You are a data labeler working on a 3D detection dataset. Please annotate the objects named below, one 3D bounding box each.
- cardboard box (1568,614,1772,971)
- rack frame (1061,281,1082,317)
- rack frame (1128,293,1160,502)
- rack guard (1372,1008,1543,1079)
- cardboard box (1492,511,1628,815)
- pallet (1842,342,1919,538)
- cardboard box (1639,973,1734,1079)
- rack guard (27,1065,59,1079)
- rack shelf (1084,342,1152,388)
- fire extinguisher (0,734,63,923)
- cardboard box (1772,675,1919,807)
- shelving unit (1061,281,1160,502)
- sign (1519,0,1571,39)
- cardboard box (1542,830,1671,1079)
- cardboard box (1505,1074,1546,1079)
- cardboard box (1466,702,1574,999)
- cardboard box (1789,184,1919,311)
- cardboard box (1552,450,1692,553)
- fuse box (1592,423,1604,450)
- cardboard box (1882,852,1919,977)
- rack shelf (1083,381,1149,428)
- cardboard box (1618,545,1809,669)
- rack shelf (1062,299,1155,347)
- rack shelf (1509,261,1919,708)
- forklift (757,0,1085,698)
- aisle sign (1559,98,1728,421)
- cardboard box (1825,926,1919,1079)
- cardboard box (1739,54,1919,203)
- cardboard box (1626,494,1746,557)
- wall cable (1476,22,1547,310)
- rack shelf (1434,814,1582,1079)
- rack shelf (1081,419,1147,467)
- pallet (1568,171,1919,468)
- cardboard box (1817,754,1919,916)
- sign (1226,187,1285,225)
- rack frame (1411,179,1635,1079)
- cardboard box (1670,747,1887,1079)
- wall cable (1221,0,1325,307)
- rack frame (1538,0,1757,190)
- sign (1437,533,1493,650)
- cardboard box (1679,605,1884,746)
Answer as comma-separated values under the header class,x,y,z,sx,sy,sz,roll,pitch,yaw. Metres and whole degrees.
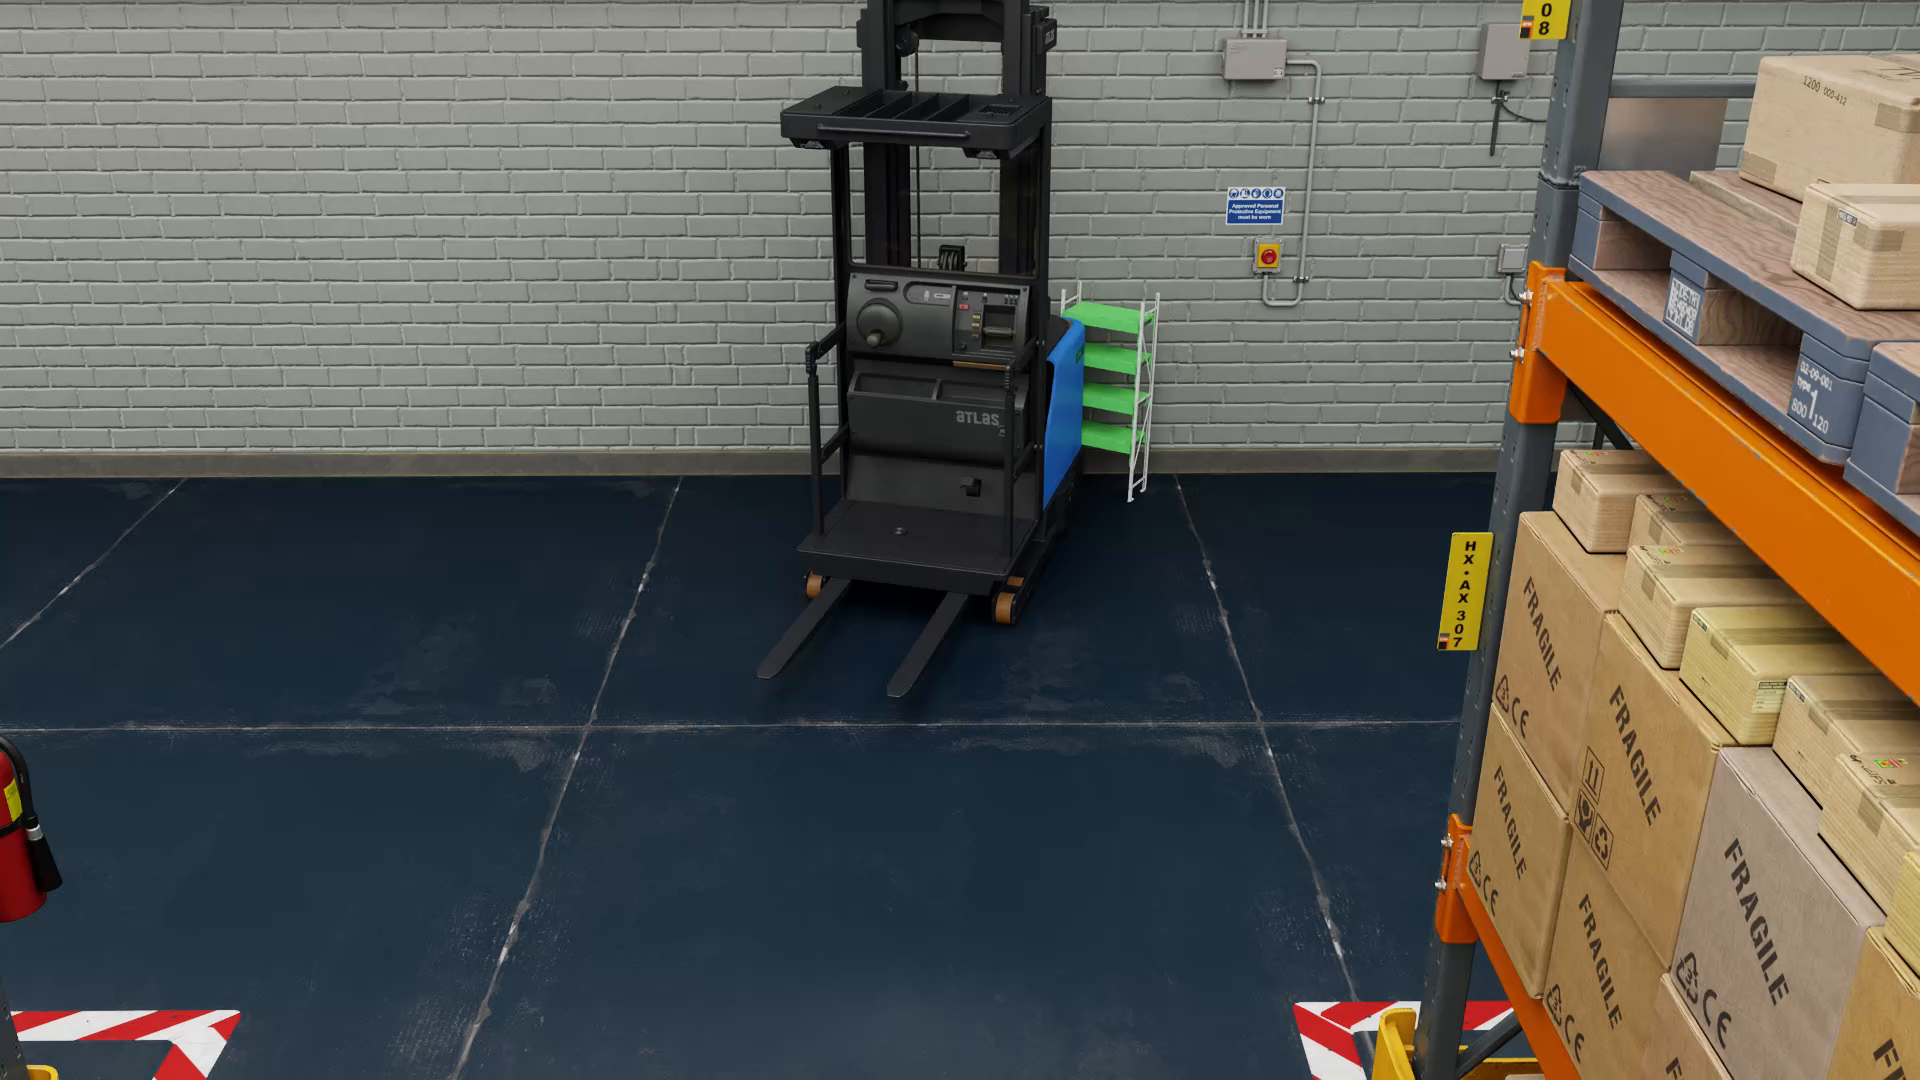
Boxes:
class,x,y,z,sx,sy,sz,roll,pitch,yaw
cardboard box,1.555,0.473,3.230,0.500,0.500,0.500,-1,24,-2
rack frame,0.630,-0.914,9.797,0.015,1.200,0.240,13,26,25
rack frame,1.059,-0.813,9.587,0.015,1.200,0.240,13,26,25
rack guard,1.821,1.691,4.904,1.175,0.500,0.348,0,24,-1
cardboard box,1.542,0.260,3.701,0.500,0.500,0.500,-1,24,-2
pallet,1.856,0.045,1.977,1.003,0.211,1.213,0,24,-1
cardboard box,1.561,1.134,2.982,0.500,0.500,0.500,0,24,-1
rack guard,-3.126,1.796,4.672,1.175,0.500,0.348,0,24,-1
rack shelf,0.848,-1.025,9.622,0.480,0.148,0.258,13,26,25
fire extinguisher,-2.668,0.725,4.553,0.296,0.674,0.183,0,24,-1
cardboard box,1.587,0.345,2.726,0.380,0.149,0.250,0,24,0
shelving unit,0.845,-0.863,9.692,0.503,1.200,0.258,13,26,25
sign,1.267,-1.239,3.553,0.100,0.325,0.005,0,24,-1
cardboard box,1.573,0.924,3.446,0.500,0.500,0.500,-1,24,-1
cardboard box,1.929,1.810,4.208,0.875,0.438,0.875,-1,24,-2
cardboard box,1.540,0.716,3.907,0.500,0.500,0.500,0,24,-1
cardboard box,1.604,-0.478,2.700,0.380,0.149,0.250,1,24,1
cardboard box,1.549,-0.087,3.681,0.380,0.149,0.250,0,24,1
fuse box,3.839,-1.124,9.658,0.539,1.711,0.414,0,24,-1
cardboard box,1.524,0.552,2.267,0.380,0.149,0.250,-1,24,-2
rack shelf,0.843,-0.805,9.718,0.480,0.148,0.258,13,26,25
cardboard box,1.511,0.128,3.205,0.380,0.149,0.250,0,24,1
rack shelf,0.854,-1.245,9.526,0.480,0.148,0.258,13,26,25
rack shelf,1.844,0.347,2.075,1.077,0.370,4.000,0,24,-1
forklift,-0.169,-1.088,8.100,1.130,2.935,3.031,7,25,14
aisle sign,1.531,-0.651,3.894,0.394,0.787,0.004,0,24,-1
cardboard box,1.574,0.890,2.306,0.500,0.500,0.500,0,24,0
cardboard box,1.917,-0.788,3.264,0.500,0.250,0.500,-2,24,-5
cardboard box,1.623,0.021,3.443,0.380,0.149,0.250,0,24,1
wall cable,3.155,-2.235,9.320,0.588,1.984,0.122,0,24,-1
rack shelf,1.844,1.714,2.693,1.077,0.370,4.000,0,24,-1
rack shelf,0.838,-0.585,9.814,0.480,0.148,0.258,13,26,25
pallet,1.840,-0.459,3.092,1.003,0.211,1.213,0,24,-1
cardboard box,1.548,0.448,2.499,0.380,0.149,0.250,0,24,0
sign,1.688,-1.910,9.504,0.327,0.218,0.001,0,24,-1
rack frame,1.822,0.562,4.367,1.000,3.000,0.127,0,24,-1
cardboard box,1.568,0.685,2.761,0.500,0.500,0.500,0,24,-1
wall cable,1.737,-2.239,9.289,0.585,1.953,0.123,0,24,-1
rack frame,1.822,-2.171,3.131,1.000,3.000,0.127,0,24,-1
sign,1.267,0.132,4.173,0.100,0.325,0.005,0,24,-1
cardboard box,1.532,0.237,2.965,0.380,0.149,0.250,-1,24,-2
